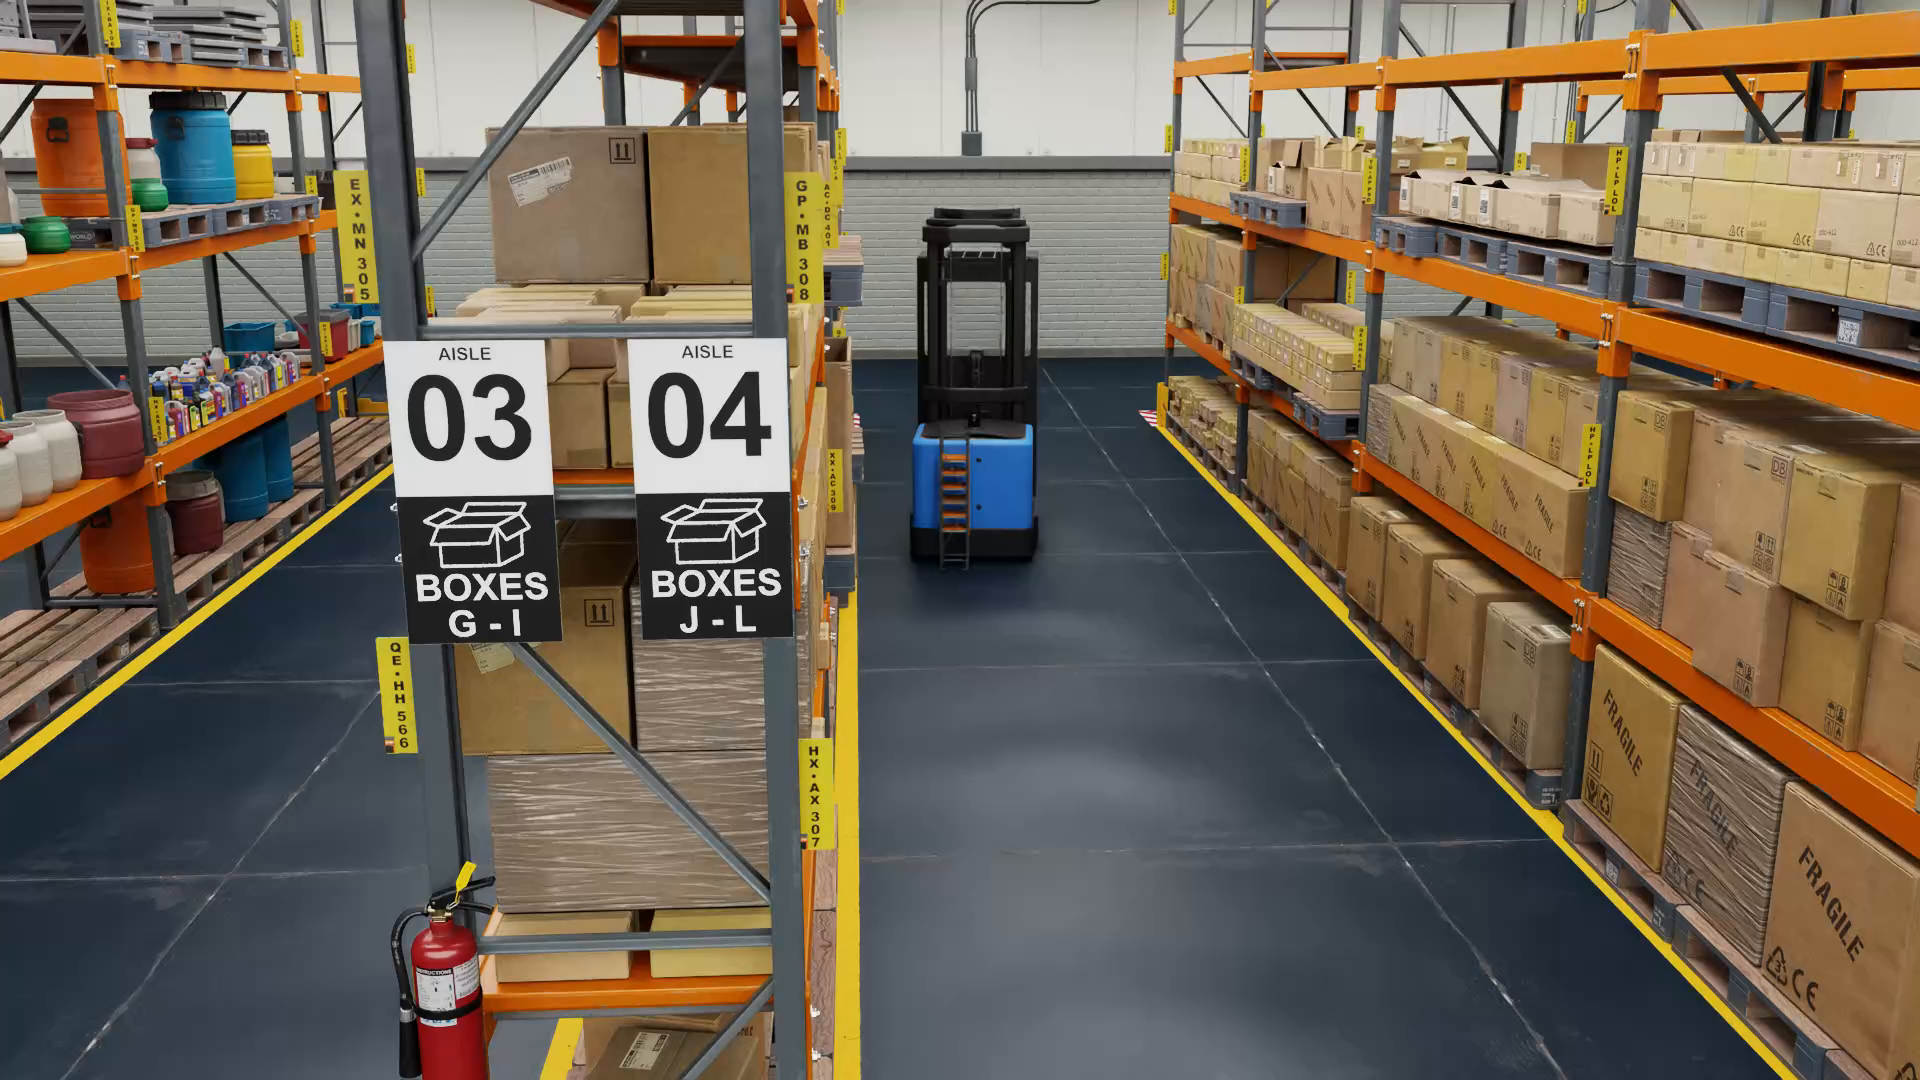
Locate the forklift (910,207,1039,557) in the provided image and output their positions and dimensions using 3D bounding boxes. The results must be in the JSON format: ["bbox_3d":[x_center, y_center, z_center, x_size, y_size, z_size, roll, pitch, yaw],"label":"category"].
[{"bbox_3d":[0.170,-1.590,15.323,1.130,2.935,3.031,1,14,3],"label":"forklift"}]

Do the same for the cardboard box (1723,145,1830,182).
[{"bbox_3d":[3.503,-1.604,7.083,0.380,0.149,0.250,-1,14,-4],"label":"cardboard box"}]

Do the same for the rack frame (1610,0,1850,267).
[{"bbox_3d":[3.771,-2.826,7.951,1.000,3.000,0.127,-1,14,-3],"label":"rack frame"}]

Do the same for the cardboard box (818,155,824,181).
[{"bbox_3d":[-1.175,-1.928,9.430,0.797,0.503,0.637,0,14,-1],"label":"cardboard box"}]

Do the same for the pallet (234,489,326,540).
[{"bbox_3d":[-6.618,-0.239,15.533,1.003,0.211,1.213,-1,14,-3],"label":"pallet"}]

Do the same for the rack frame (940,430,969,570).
[{"bbox_3d":[-0.049,-0.328,13.894,0.240,1.200,0.006,1,14,3],"label":"rack frame"}]

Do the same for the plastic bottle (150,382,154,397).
[{"bbox_3d":[-6.886,-1.261,14.008,0.144,0.351,0.185,-1,14,-3],"label":"plastic bottle"}]

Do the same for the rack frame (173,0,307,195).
[{"bbox_3d":[-6.624,-4.688,15.187,1.000,3.000,0.127,-1,14,-3],"label":"rack frame"}]

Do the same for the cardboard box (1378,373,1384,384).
[{"bbox_3d":[3.645,-1.313,13.769,0.380,0.149,0.250,0,14,-1],"label":"cardboard box"}]

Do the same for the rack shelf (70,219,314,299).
[{"bbox_3d":[-6.501,-2.389,13.717,1.077,0.370,4.000,-1,14,-3],"label":"rack shelf"}]

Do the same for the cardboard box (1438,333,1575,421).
[{"bbox_3d":[3.608,-1.083,11.009,0.700,0.500,0.500,-1,14,-4],"label":"cardboard box"}]

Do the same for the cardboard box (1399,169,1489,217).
[{"bbox_3d":[3.349,-2.393,11.424,0.500,0.311,0.500,-1,14,-3],"label":"cardboard box"}]

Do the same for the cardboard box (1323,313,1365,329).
[{"bbox_3d":[3.543,-1.987,15.196,0.380,0.149,0.250,-1,14,-4],"label":"cardboard box"}]

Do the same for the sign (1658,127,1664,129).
[{"bbox_3d":[8.505,-4.855,20.237,0.100,0.325,0.005,-1,14,-3],"label":"sign"}]

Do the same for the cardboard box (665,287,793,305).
[{"bbox_3d":[-0.728,-0.715,5.268,0.380,0.149,0.250,0,14,-1],"label":"cardboard box"}]

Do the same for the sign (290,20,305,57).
[{"bbox_3d":[-6.075,-4.595,15.244,0.100,0.325,0.005,-1,14,-3],"label":"sign"}]

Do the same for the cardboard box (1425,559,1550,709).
[{"bbox_3d":[3.587,0.572,10.454,1.050,0.750,0.750,-1,14,-3],"label":"cardboard box"}]

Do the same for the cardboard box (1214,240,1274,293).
[{"bbox_3d":[2.939,-2.828,17.195,0.500,0.500,0.500,-1,14,-5],"label":"cardboard box"}]

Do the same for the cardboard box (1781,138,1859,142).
[{"bbox_3d":[7.975,-3.493,15.518,0.500,0.500,0.500,-1,14,-4],"label":"cardboard box"}]

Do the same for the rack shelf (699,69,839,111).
[{"bbox_3d":[-1.557,-3.725,13.690,1.077,0.370,4.000,-1,14,-3],"label":"rack shelf"}]

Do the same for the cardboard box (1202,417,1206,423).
[{"bbox_3d":[2.945,-1.412,18.777,0.380,0.149,0.250,0,14,-1],"label":"cardboard box"}]

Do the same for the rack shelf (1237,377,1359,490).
[{"bbox_3d":[3.400,-1.065,14.588,1.077,0.370,4.000,-1,14,-3],"label":"rack shelf"}]

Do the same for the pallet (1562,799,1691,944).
[{"bbox_3d":[3.740,1.620,8.306,1.003,0.211,1.213,-1,14,-3],"label":"pallet"}]

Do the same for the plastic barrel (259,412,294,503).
[{"bbox_3d":[-6.608,-0.834,15.616,0.600,0.901,0.708,-1,14,-3],"label":"plastic barrel"}]

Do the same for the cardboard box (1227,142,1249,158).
[{"bbox_3d":[2.900,-3.925,16.739,0.380,0.149,0.250,-1,14,-4],"label":"cardboard box"}]

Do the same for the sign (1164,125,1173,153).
[{"bbox_3d":[2.486,-4.773,19.782,0.100,0.325,0.005,-1,14,-3],"label":"sign"}]

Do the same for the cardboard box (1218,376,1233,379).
[{"bbox_3d":[3.314,-1.888,20.030,0.380,0.149,0.250,-1,14,-3],"label":"cardboard box"}]

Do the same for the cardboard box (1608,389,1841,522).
[{"bbox_3d":[3.760,-0.424,8.186,0.875,0.550,0.550,-1,14,-3],"label":"cardboard box"}]

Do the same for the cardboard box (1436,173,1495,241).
[{"bbox_3d":[3.754,-2.563,12.747,0.500,0.500,0.500,-1,14,-3],"label":"cardboard box"}]

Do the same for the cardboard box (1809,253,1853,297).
[{"bbox_3d":[3.549,-1.029,6.449,0.380,0.149,0.250,-1,14,-3],"label":"cardboard box"}]

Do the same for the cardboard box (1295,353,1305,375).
[{"bbox_3d":[2.986,-1.451,13.711,0.380,0.149,0.250,-1,14,-3],"label":"cardboard box"}]

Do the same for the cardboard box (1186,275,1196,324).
[{"bbox_3d":[2.856,-2.727,18.807,0.500,0.500,0.500,-1,14,-3],"label":"cardboard box"}]

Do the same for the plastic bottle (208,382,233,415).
[{"bbox_3d":[-6.167,-1.185,13.861,0.152,0.276,0.135,-1,14,-3],"label":"plastic bottle"}]

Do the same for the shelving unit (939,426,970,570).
[{"bbox_3d":[-0.045,-0.351,13.982,0.258,1.200,0.189,1,14,3],"label":"shelving unit"}]

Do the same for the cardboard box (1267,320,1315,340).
[{"bbox_3d":[2.922,-1.854,14.678,0.380,0.149,0.250,0,14,-1],"label":"cardboard box"}]

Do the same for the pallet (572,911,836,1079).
[{"bbox_3d":[-1.030,1.952,7.017,1.003,0.211,1.213,-1,14,-3],"label":"pallet"}]

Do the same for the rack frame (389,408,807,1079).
[{"bbox_3d":[-0.938,1.126,4.632,1.000,3.000,0.127,-1,14,-3],"label":"rack frame"}]

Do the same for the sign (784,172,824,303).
[{"bbox_3d":[-0.396,-0.759,4.182,0.100,0.325,0.005,-1,14,-3],"label":"sign"}]

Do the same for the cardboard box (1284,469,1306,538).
[{"bbox_3d":[3.144,-0.328,14.457,0.500,0.500,0.500,-2,15,-6],"label":"cardboard box"}]

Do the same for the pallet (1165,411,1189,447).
[{"bbox_3d":[3.048,-1.333,19.784,1.003,0.211,1.213,-1,14,-3],"label":"pallet"}]

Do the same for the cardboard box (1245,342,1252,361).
[{"bbox_3d":[2.876,-1.756,15.492,0.380,0.149,0.250,-1,14,-3],"label":"cardboard box"}]

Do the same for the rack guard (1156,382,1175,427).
[{"bbox_3d":[3.033,-1.676,20.536,1.175,0.500,0.348,-1,14,-3],"label":"rack guard"}]

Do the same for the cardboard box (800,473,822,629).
[{"bbox_3d":[-0.756,0.059,5.973,0.500,0.500,0.500,-1,14,-3],"label":"cardboard box"}]

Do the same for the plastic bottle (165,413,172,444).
[{"bbox_3d":[-6.061,-0.867,12.635,0.097,0.271,0.097,0,14,0],"label":"plastic bottle"}]

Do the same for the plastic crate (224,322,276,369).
[{"bbox_3d":[-6.994,-1.915,16.359,0.392,0.384,0.575,-1,14,-3],"label":"plastic crate"}]

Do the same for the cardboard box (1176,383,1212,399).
[{"bbox_3d":[2.746,-1.749,19.489,0.380,0.149,0.250,-1,14,-4],"label":"cardboard box"}]

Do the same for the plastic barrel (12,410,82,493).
[{"bbox_3d":[-6.100,-0.589,11.072,0.421,0.512,0.421,0,14,0],"label":"plastic barrel"}]

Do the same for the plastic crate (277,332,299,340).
[{"bbox_3d":[-7.032,-2.112,17.625,0.293,0.136,0.466,-1,14,-3],"label":"plastic crate"}]

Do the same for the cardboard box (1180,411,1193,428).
[{"bbox_3d":[2.767,-1.402,19.333,0.380,0.149,0.250,-1,14,-3],"label":"cardboard box"}]

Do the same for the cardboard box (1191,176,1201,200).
[{"bbox_3d":[2.874,-3.911,18.487,0.500,0.250,0.500,-1,14,-5],"label":"cardboard box"}]

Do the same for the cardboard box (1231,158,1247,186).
[{"bbox_3d":[2.993,-3.643,16.445,0.500,0.250,0.500,-2,15,-6],"label":"cardboard box"}]

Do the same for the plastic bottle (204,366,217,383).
[{"bbox_3d":[-6.830,-1.481,15.160,0.097,0.201,0.097,0,14,0],"label":"plastic bottle"}]

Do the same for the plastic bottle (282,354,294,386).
[{"bbox_3d":[-6.218,-1.576,15.366,0.061,0.283,0.133,-1,14,-3],"label":"plastic bottle"}]

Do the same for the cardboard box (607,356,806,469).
[{"bbox_3d":[-0.709,-0.378,4.758,0.500,0.250,0.500,0,14,-2],"label":"cardboard box"}]
